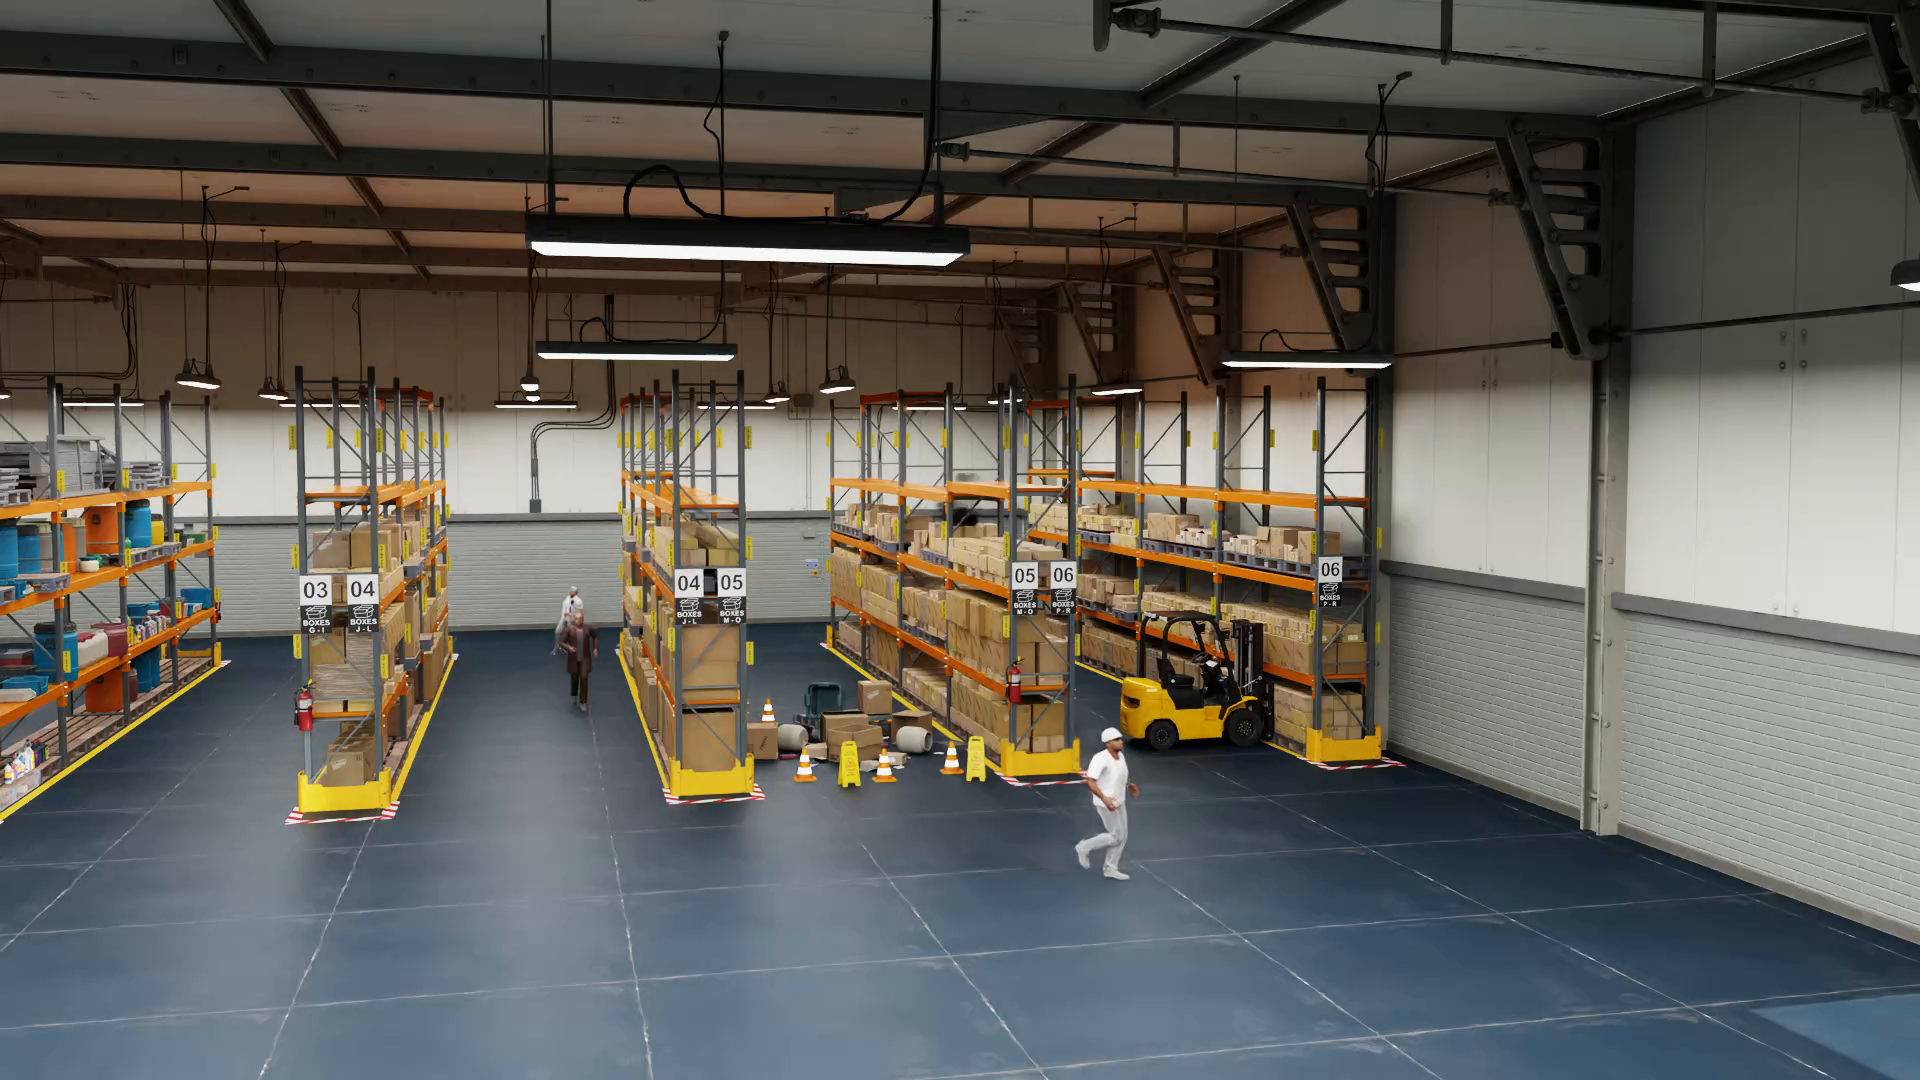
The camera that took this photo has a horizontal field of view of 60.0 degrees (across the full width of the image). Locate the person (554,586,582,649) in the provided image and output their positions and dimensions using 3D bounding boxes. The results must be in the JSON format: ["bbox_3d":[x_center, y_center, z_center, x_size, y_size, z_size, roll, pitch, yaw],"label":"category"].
[{"bbox_3d":[-9.148,1.829,38.992,0.708,1.519,0.536,2,4,29],"label":"person"}]

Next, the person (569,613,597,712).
[{"bbox_3d":[-7.110,2.254,31.065,0.694,1.807,0.947,-1,4,-16],"label":"person"}]

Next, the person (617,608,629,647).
[{"bbox_3d":[-7.919,1.769,40.241,0.740,1.675,0.703,-1,4,-23],"label":"person"}]

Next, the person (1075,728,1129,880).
[{"bbox_3d":[1.678,3.006,19.082,0.604,1.736,0.674,2,4,31],"label":"person"}]
